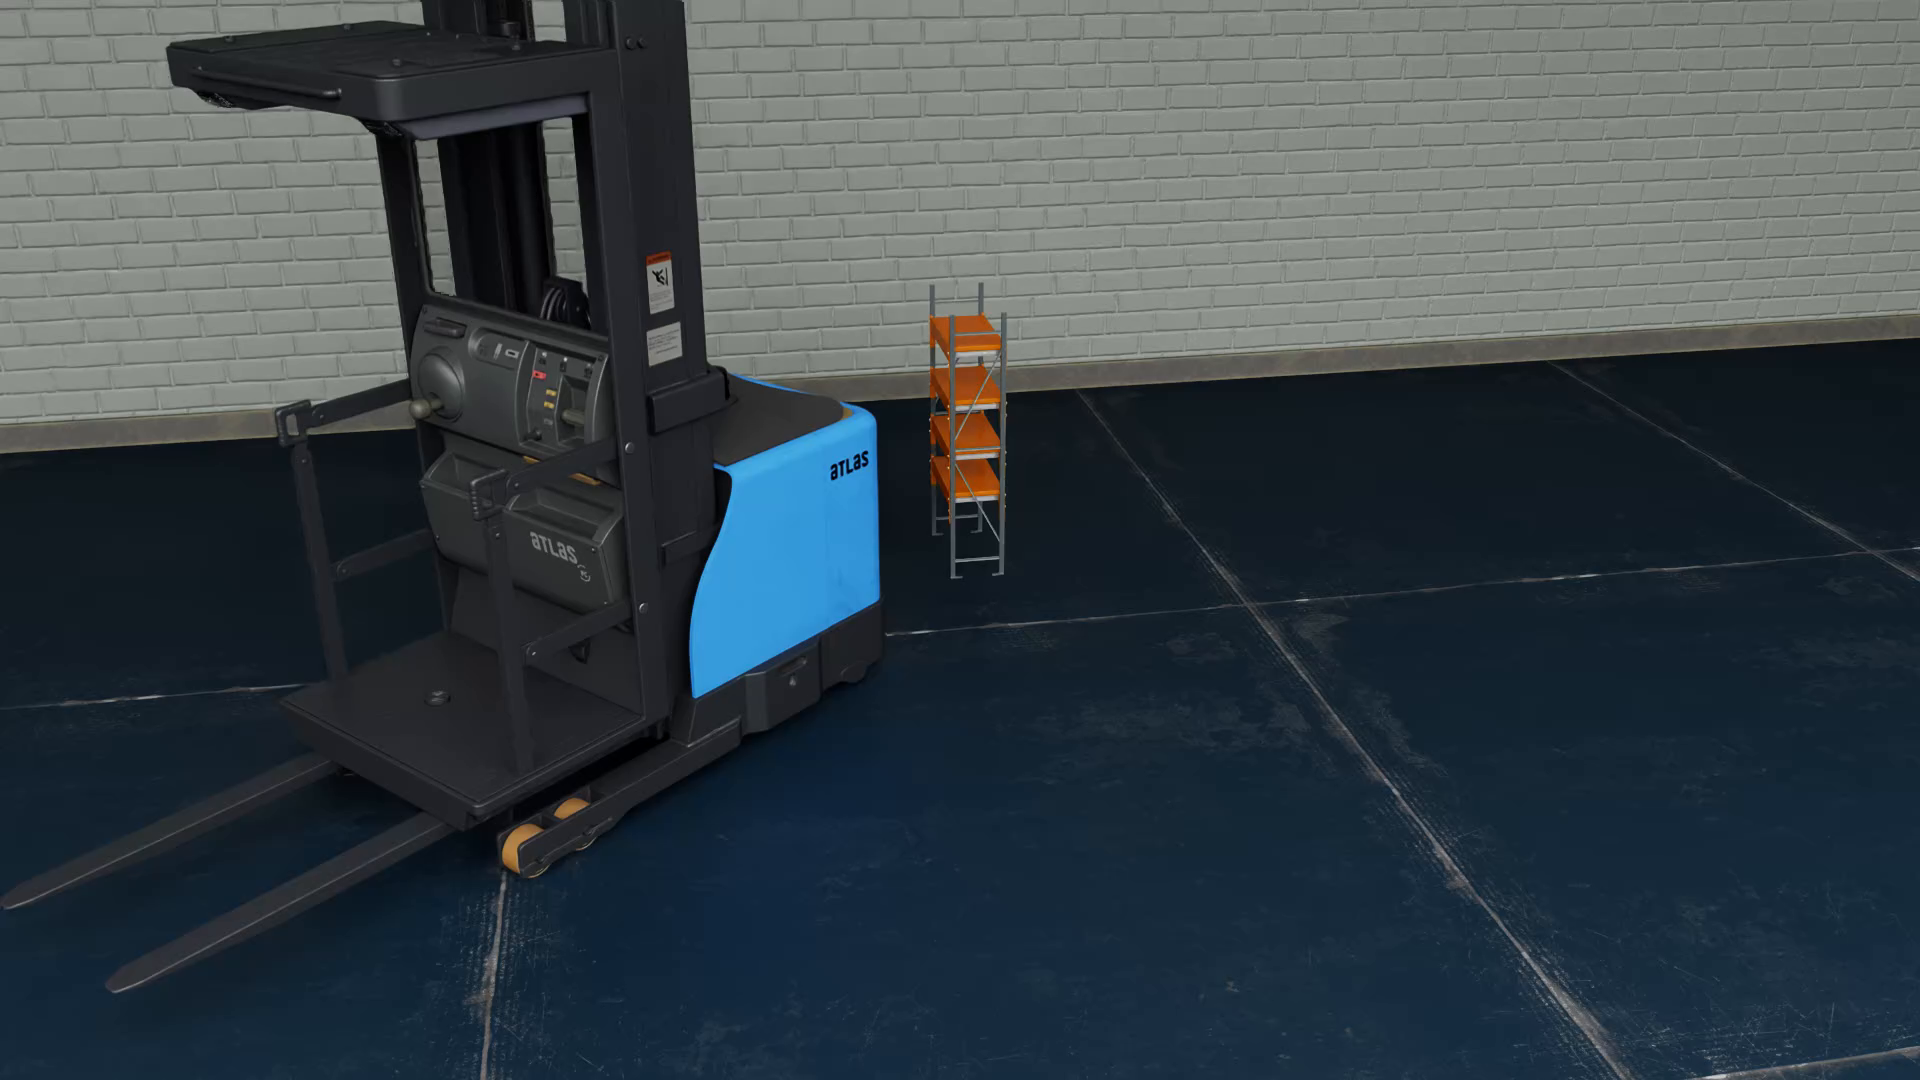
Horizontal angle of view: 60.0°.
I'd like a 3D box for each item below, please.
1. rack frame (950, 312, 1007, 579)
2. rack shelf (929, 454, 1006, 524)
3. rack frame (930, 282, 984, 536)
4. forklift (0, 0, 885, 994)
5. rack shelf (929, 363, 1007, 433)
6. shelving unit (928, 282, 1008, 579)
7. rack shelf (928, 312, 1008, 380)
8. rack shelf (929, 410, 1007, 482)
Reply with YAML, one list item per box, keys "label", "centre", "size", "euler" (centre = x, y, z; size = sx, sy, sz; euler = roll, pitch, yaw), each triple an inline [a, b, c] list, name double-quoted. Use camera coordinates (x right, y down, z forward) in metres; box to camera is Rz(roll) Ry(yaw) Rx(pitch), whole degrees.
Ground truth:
- label: "rack frame"
  centre: [0.076, -0.389, 7.141]
  size: [0.240, 1.200, 0.015]
  euler: [-4, 24, -10]
- label: "rack shelf"
  centre: [0.031, -0.241, 7.467]
  size: [0.258, 0.148, 0.480]
  euler: [-4, 24, -10]
- label: "rack frame"
  centre: [-0.015, -0.581, 7.581]
  size: [0.240, 1.200, 0.015]
  euler: [-4, 24, -10]
- label: "forklift"
  centre: [-1.592, -0.492, 5.216]
  size: [1.130, 2.935, 3.031]
  euler: [17, 29, 34]
- label: "rack shelf"
  centre: [0.031, -0.628, 7.298]
  size: [0.258, 0.148, 0.480]
  euler: [-4, 24, -10]
- label: "shelving unit"
  centre: [0.031, -0.485, 7.361]
  size: [0.258, 1.200, 0.503]
  euler: [-4, 24, -10]
- label: "rack shelf"
  centre: [0.031, -0.845, 7.204]
  size: [0.258, 0.148, 0.480]
  euler: [-4, 24, -10]
- label: "rack shelf"
  centre: [0.031, -0.423, 7.388]
  size: [0.258, 0.148, 0.480]
  euler: [-4, 24, -10]
